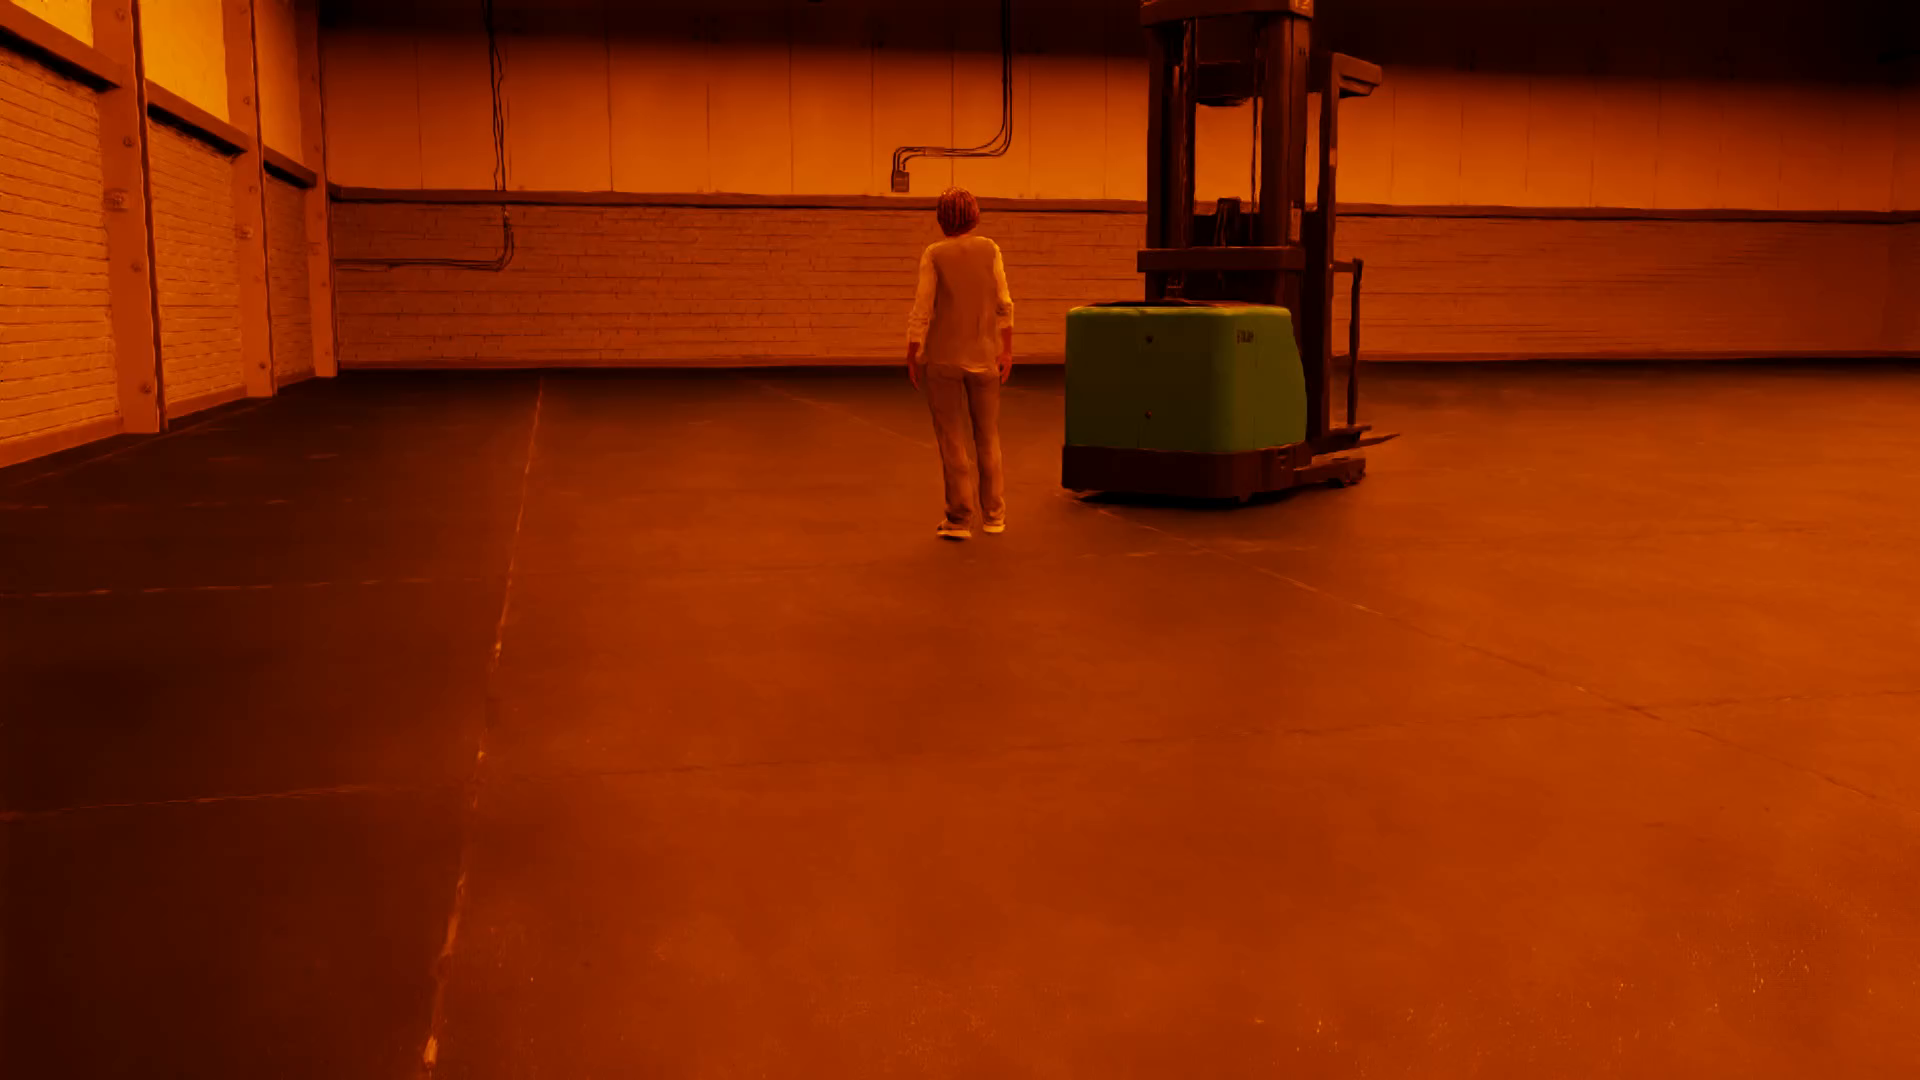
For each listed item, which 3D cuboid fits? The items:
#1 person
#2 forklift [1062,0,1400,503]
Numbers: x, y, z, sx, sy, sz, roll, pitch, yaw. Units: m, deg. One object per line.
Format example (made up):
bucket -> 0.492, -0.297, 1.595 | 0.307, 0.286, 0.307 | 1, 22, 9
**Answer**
person -> -0.004, -0.808, 7.670 | 0.521, 1.597, 0.474 | -2, 8, -13
forklift -> 1.830, -1.808, 10.045 | 1.130, 2.935, 3.031 | 6, 10, 35
